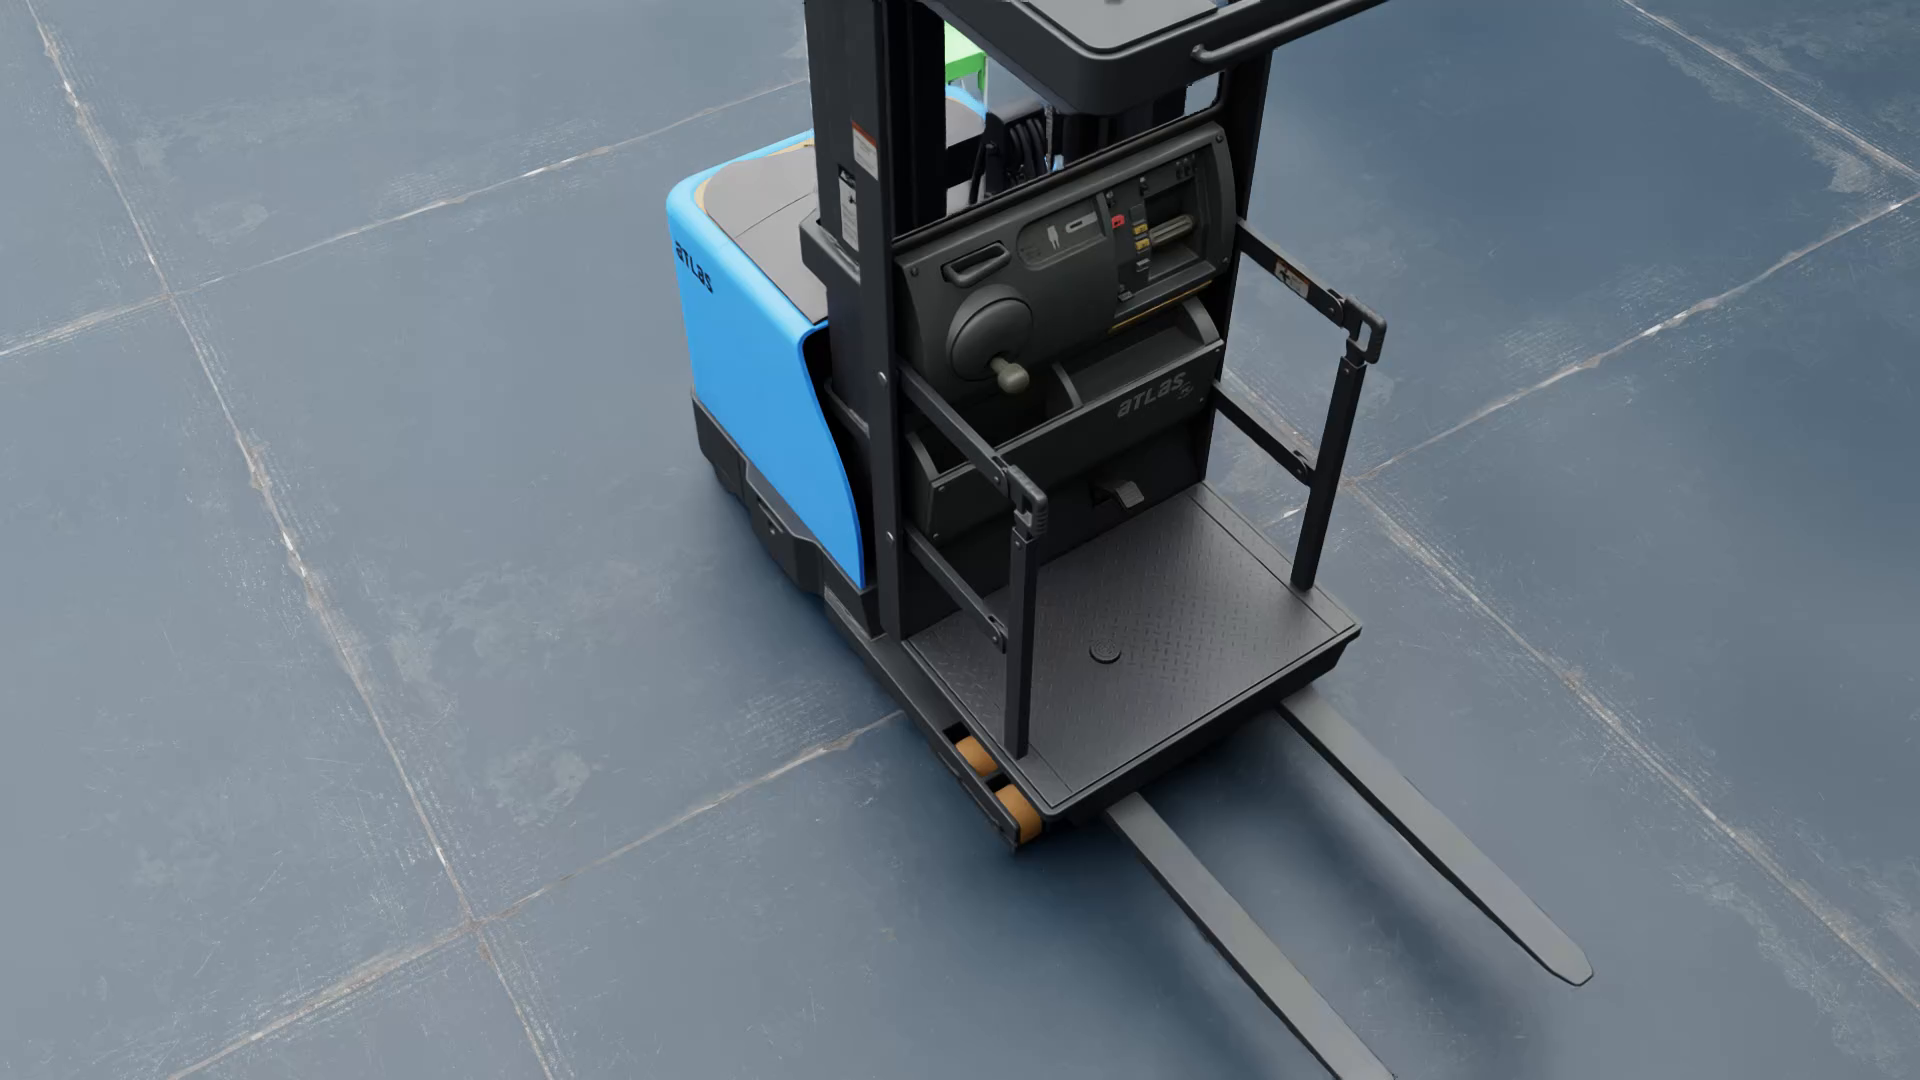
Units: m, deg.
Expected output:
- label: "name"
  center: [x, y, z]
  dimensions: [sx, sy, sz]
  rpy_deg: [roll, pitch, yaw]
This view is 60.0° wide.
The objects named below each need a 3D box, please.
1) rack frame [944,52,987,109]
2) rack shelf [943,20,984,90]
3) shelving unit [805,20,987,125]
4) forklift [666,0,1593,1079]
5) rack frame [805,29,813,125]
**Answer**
- label: "rack frame"
  center: [0.014, -1.279, 5.585]
  dimensions: [0.015, 1.200, 0.240]
  rpy_deg: [-25, 53, -20]
- label: "rack shelf"
  center: [-0.194, -1.460, 5.190]
  dimensions: [0.480, 0.148, 0.258]
  rpy_deg: [-25, 53, -20]
- label: "shelving unit"
  center: [-0.194, -1.183, 5.500]
  dimensions: [0.503, 1.200, 0.258]
  rpy_deg: [-25, 53, -20]
- label: "forklift"
  center: [0.398, -0.565, 3.791]
  dimensions: [1.130, 2.935, 3.031]
  rpy_deg: [-27, 54, -22]
- label: "rack frame"
  center: [-0.401, -1.087, 5.415]
  dimensions: [0.015, 1.200, 0.240]
  rpy_deg: [-25, 53, -20]
